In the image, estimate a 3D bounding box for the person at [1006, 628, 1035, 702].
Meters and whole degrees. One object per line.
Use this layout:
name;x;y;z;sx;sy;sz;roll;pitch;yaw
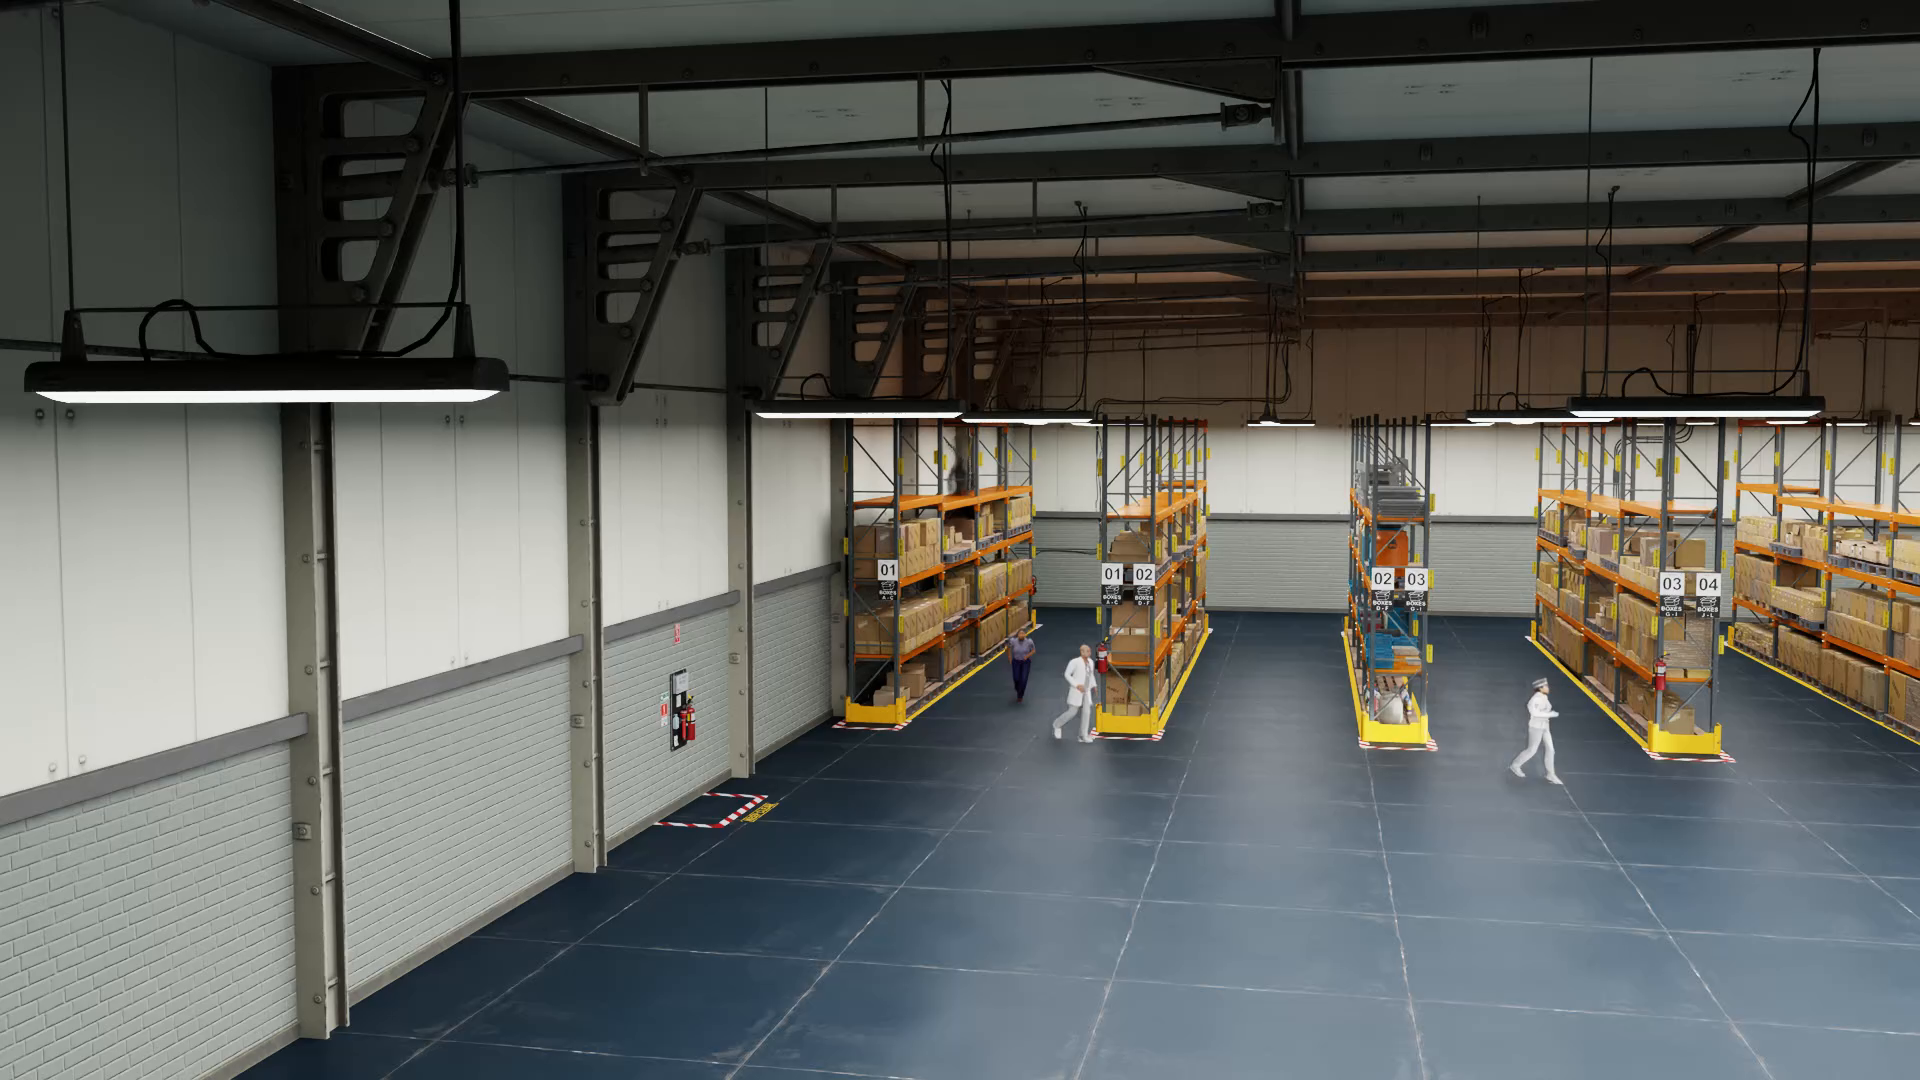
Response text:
person;1.281;2.626;34.989;0.596;1.582;0.690;0;4;-1

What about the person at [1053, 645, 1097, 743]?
person;2.227;2.800;30.521;0.744;1.751;0.957;-3;5;-37

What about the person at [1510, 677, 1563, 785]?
person;9.338;3.085;26.937;0.847;1.728;0.589;3;5;36
